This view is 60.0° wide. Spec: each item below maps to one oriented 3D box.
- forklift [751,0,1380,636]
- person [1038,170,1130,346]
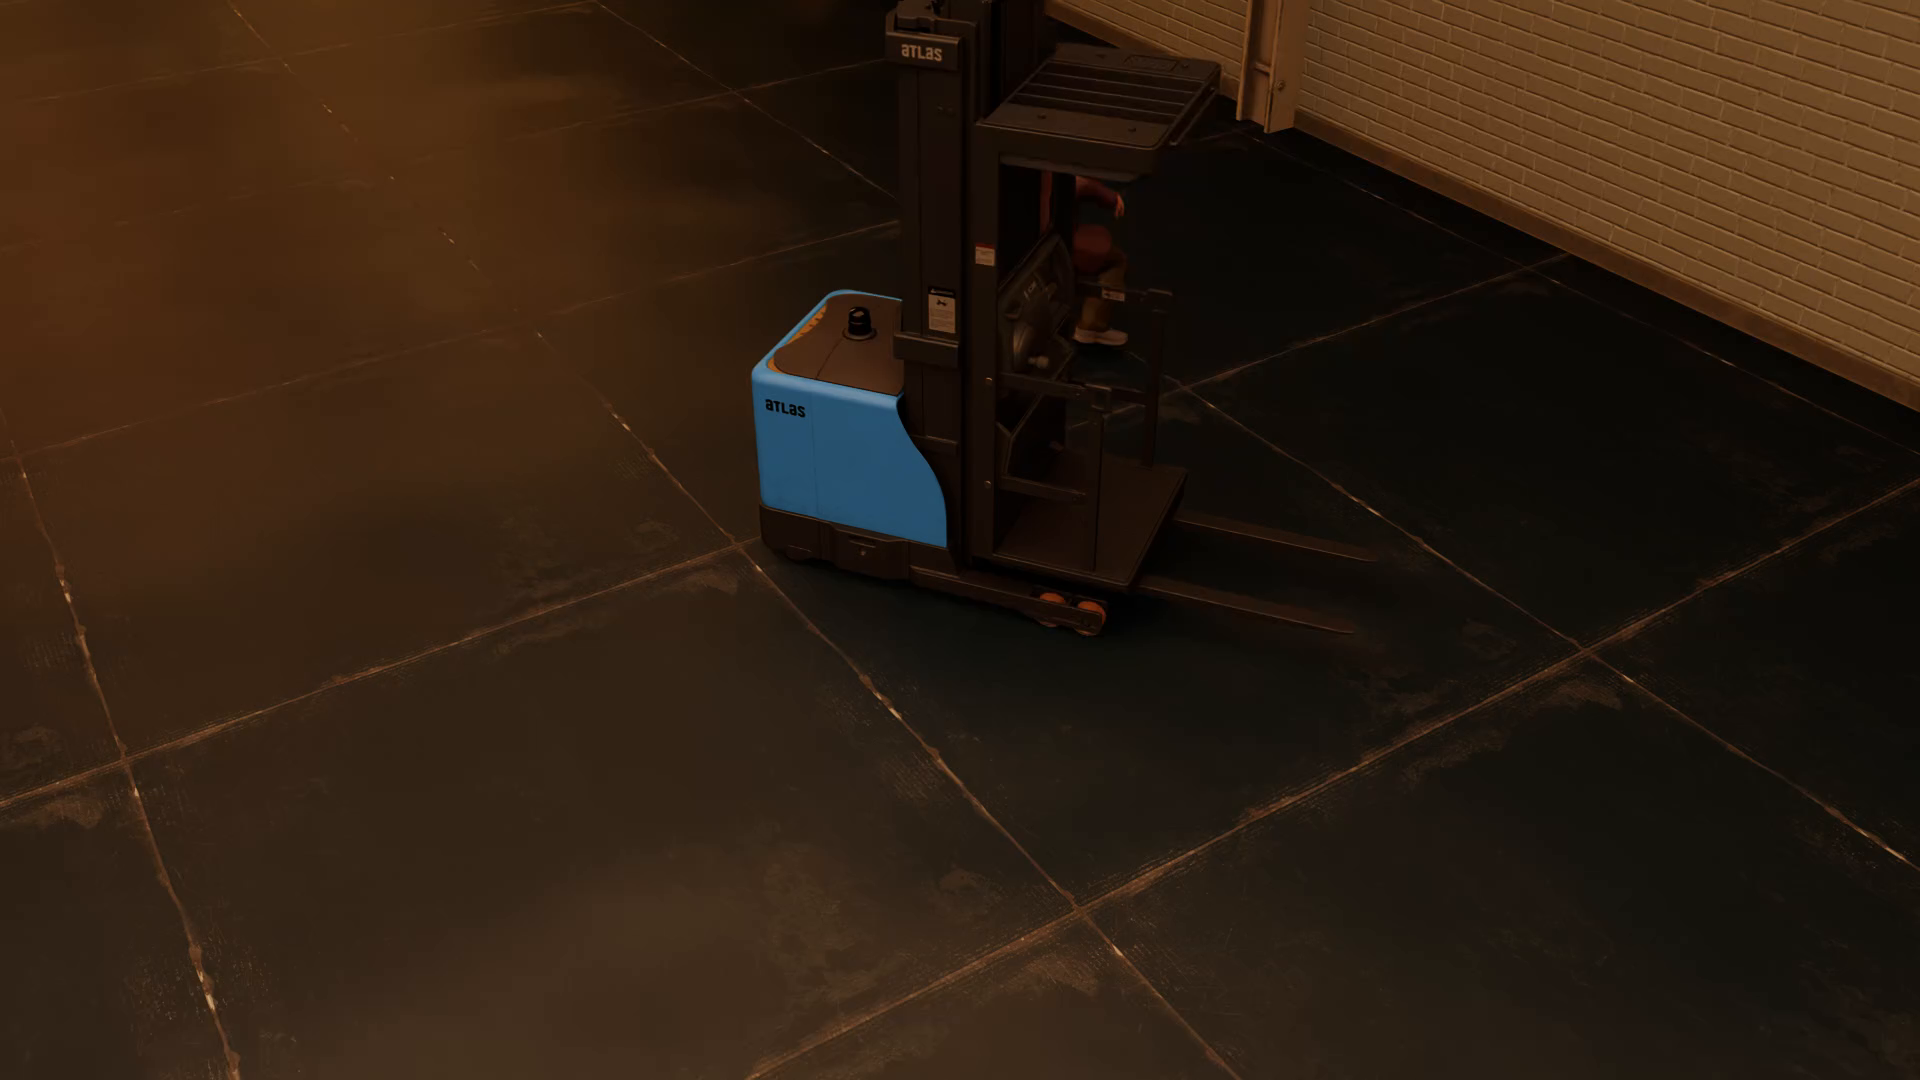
[{"bbox_3d":[0.543,-1.084,7.690,3.031,2.935,1.130,13,37,17],"label":"forklift"},{"bbox_3d":[0.775,-1.941,10.210,0.861,1.542,0.879,-13,37,-18],"label":"person"}]
